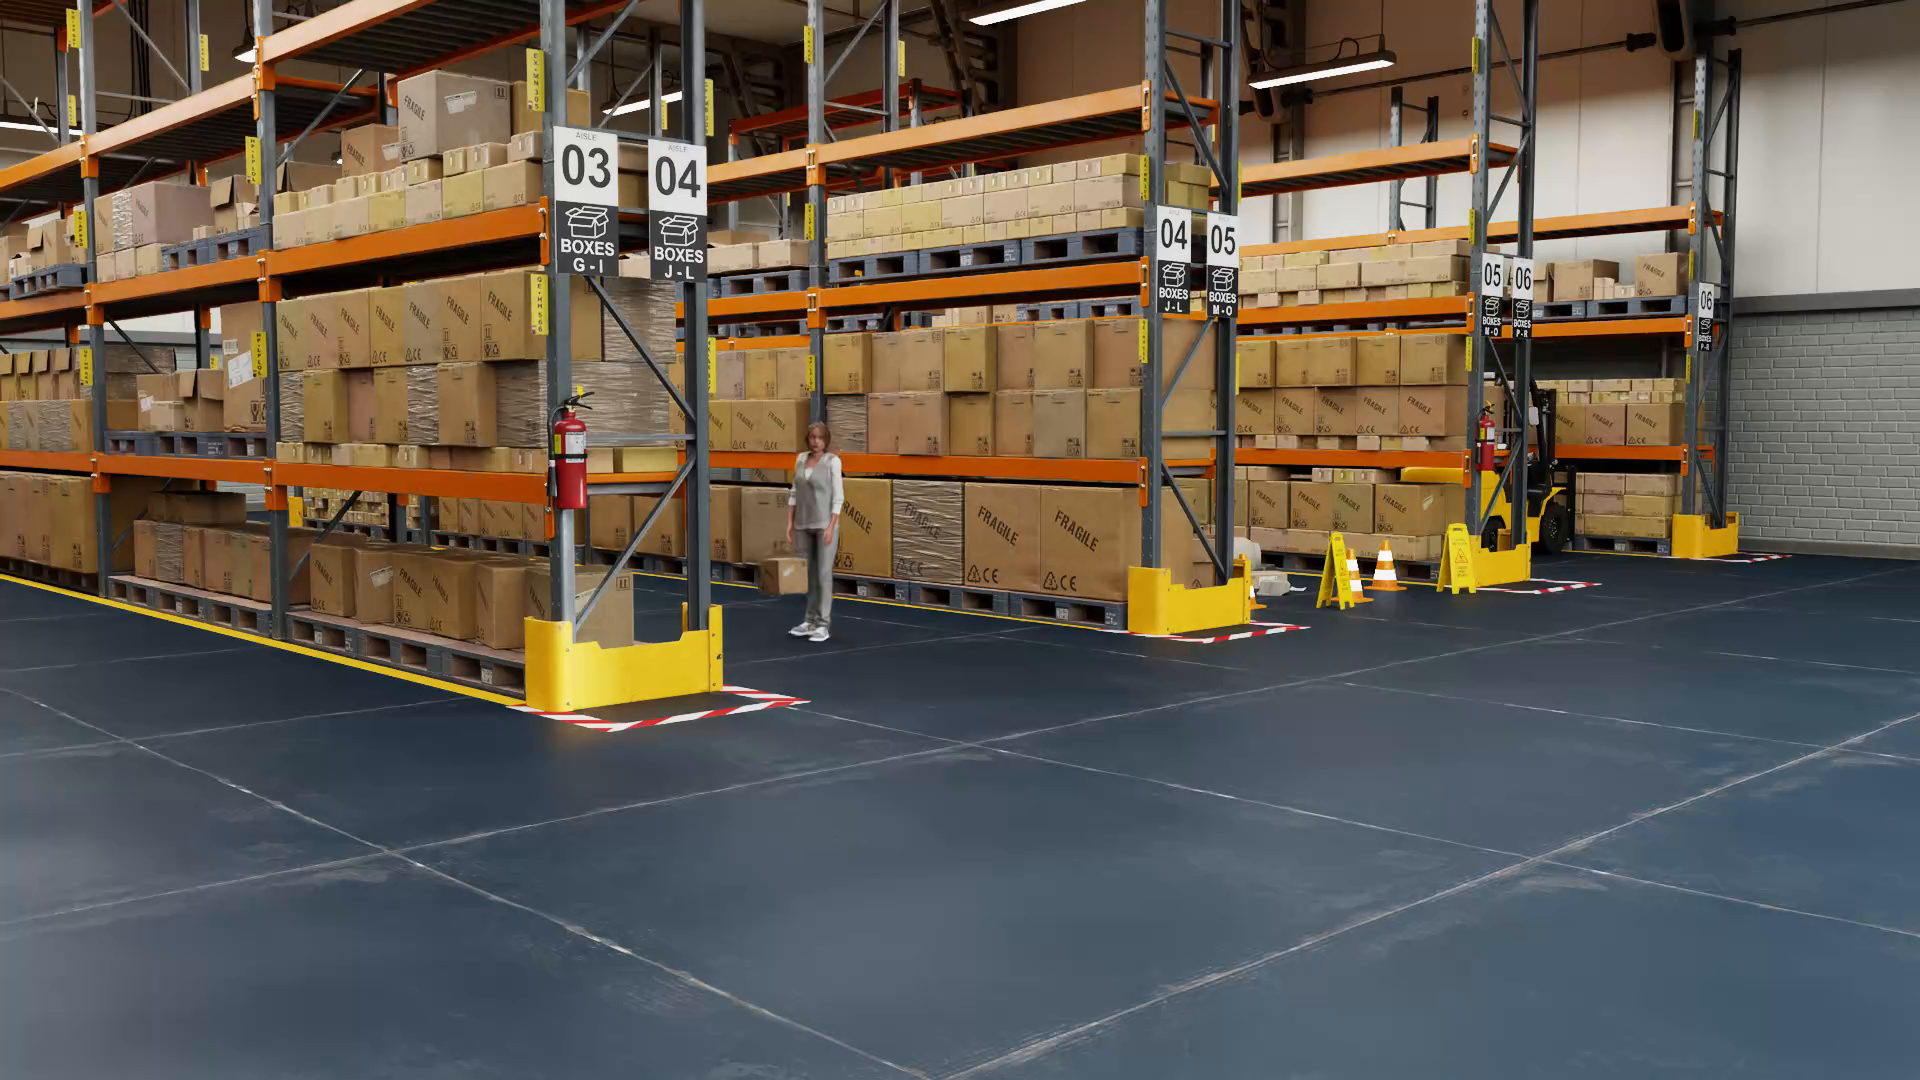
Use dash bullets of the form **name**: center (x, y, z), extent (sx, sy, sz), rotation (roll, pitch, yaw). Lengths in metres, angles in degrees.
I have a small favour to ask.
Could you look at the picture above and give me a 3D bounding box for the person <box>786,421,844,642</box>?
- **person**: center (-1.062, -0.063, 12.188), extent (0.439, 1.586, 0.470), rotation (2, 5, 27)
